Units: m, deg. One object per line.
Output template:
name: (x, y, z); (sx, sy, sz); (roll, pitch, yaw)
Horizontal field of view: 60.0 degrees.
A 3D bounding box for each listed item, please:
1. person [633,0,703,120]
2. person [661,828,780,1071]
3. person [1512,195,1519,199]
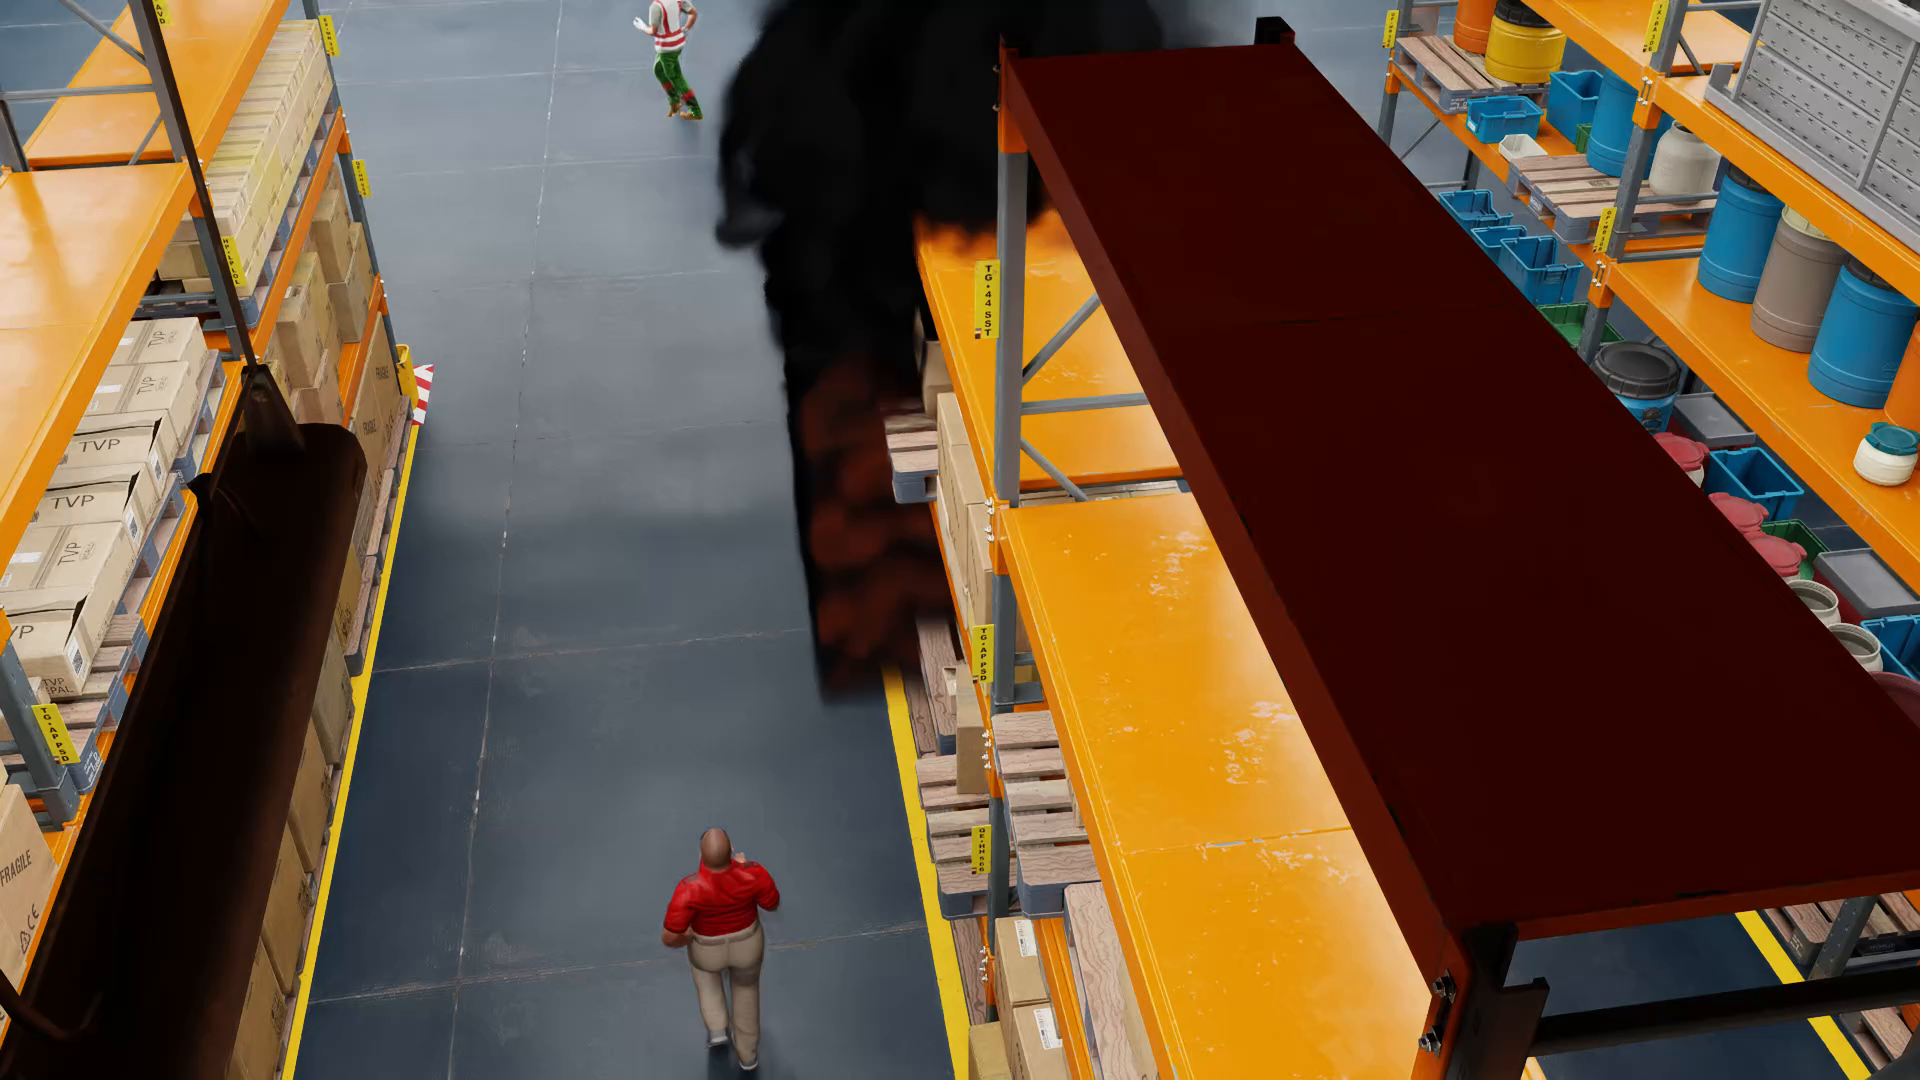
person: (-3.513, -5.886, 19.988); (0.746, 1.832, 0.616); (12, 38, 16)
person: (-1.298, 2.149, 9.096); (0.640, 1.705, 0.645); (-8, 37, -11)
person: (6.241, -4.489, 18.191); (0.488, 1.593, 0.666); (8, 37, 10)
